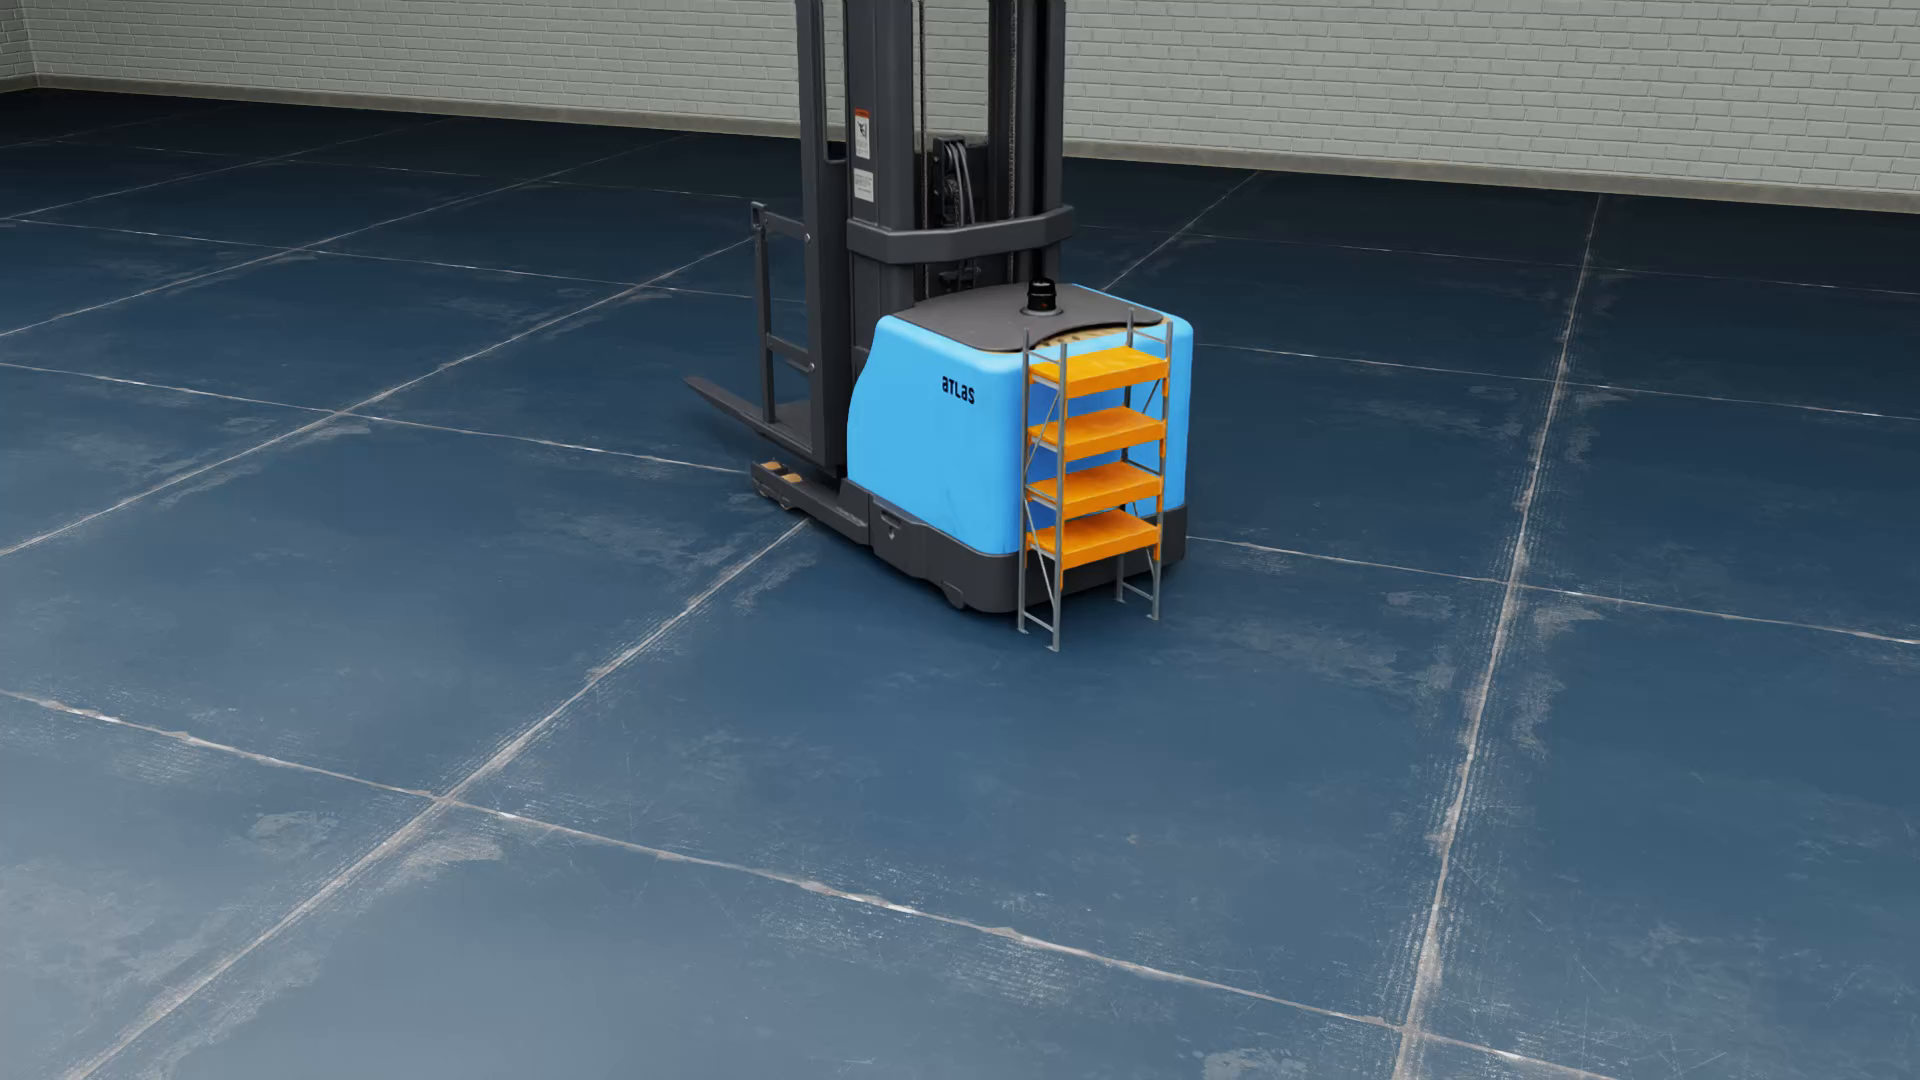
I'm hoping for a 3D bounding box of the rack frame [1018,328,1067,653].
[{"bbox_3d":[0.298,-0.169,6.096,0.015,1.200,0.240,-15,27,-32],"label":"rack frame"}]

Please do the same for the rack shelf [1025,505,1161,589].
[{"bbox_3d":[0.499,0.023,6.327,0.480,0.148,0.258,-15,27,-32],"label":"rack shelf"}]

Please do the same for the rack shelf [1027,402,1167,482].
[{"bbox_3d":[0.499,-0.366,6.163,0.480,0.148,0.258,-15,27,-32],"label":"rack shelf"}]

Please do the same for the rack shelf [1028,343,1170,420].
[{"bbox_3d":[0.500,-0.584,6.072,0.480,0.148,0.258,-15,27,-32],"label":"rack shelf"}]

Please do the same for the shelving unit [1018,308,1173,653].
[{"bbox_3d":[0.499,-0.222,6.224,0.503,1.200,0.258,-15,27,-32],"label":"shelving unit"}]

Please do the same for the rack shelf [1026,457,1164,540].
[{"bbox_3d":[0.499,-0.160,6.250,0.480,0.148,0.258,-15,27,-32],"label":"rack shelf"}]

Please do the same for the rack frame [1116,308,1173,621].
[{"bbox_3d":[0.700,-0.275,6.352,0.015,1.200,0.240,-15,27,-32],"label":"rack frame"}]

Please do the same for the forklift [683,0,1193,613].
[{"bbox_3d":[-0.314,-1.583,7.238,1.130,2.935,3.031,-15,27,-32],"label":"forklift"}]
